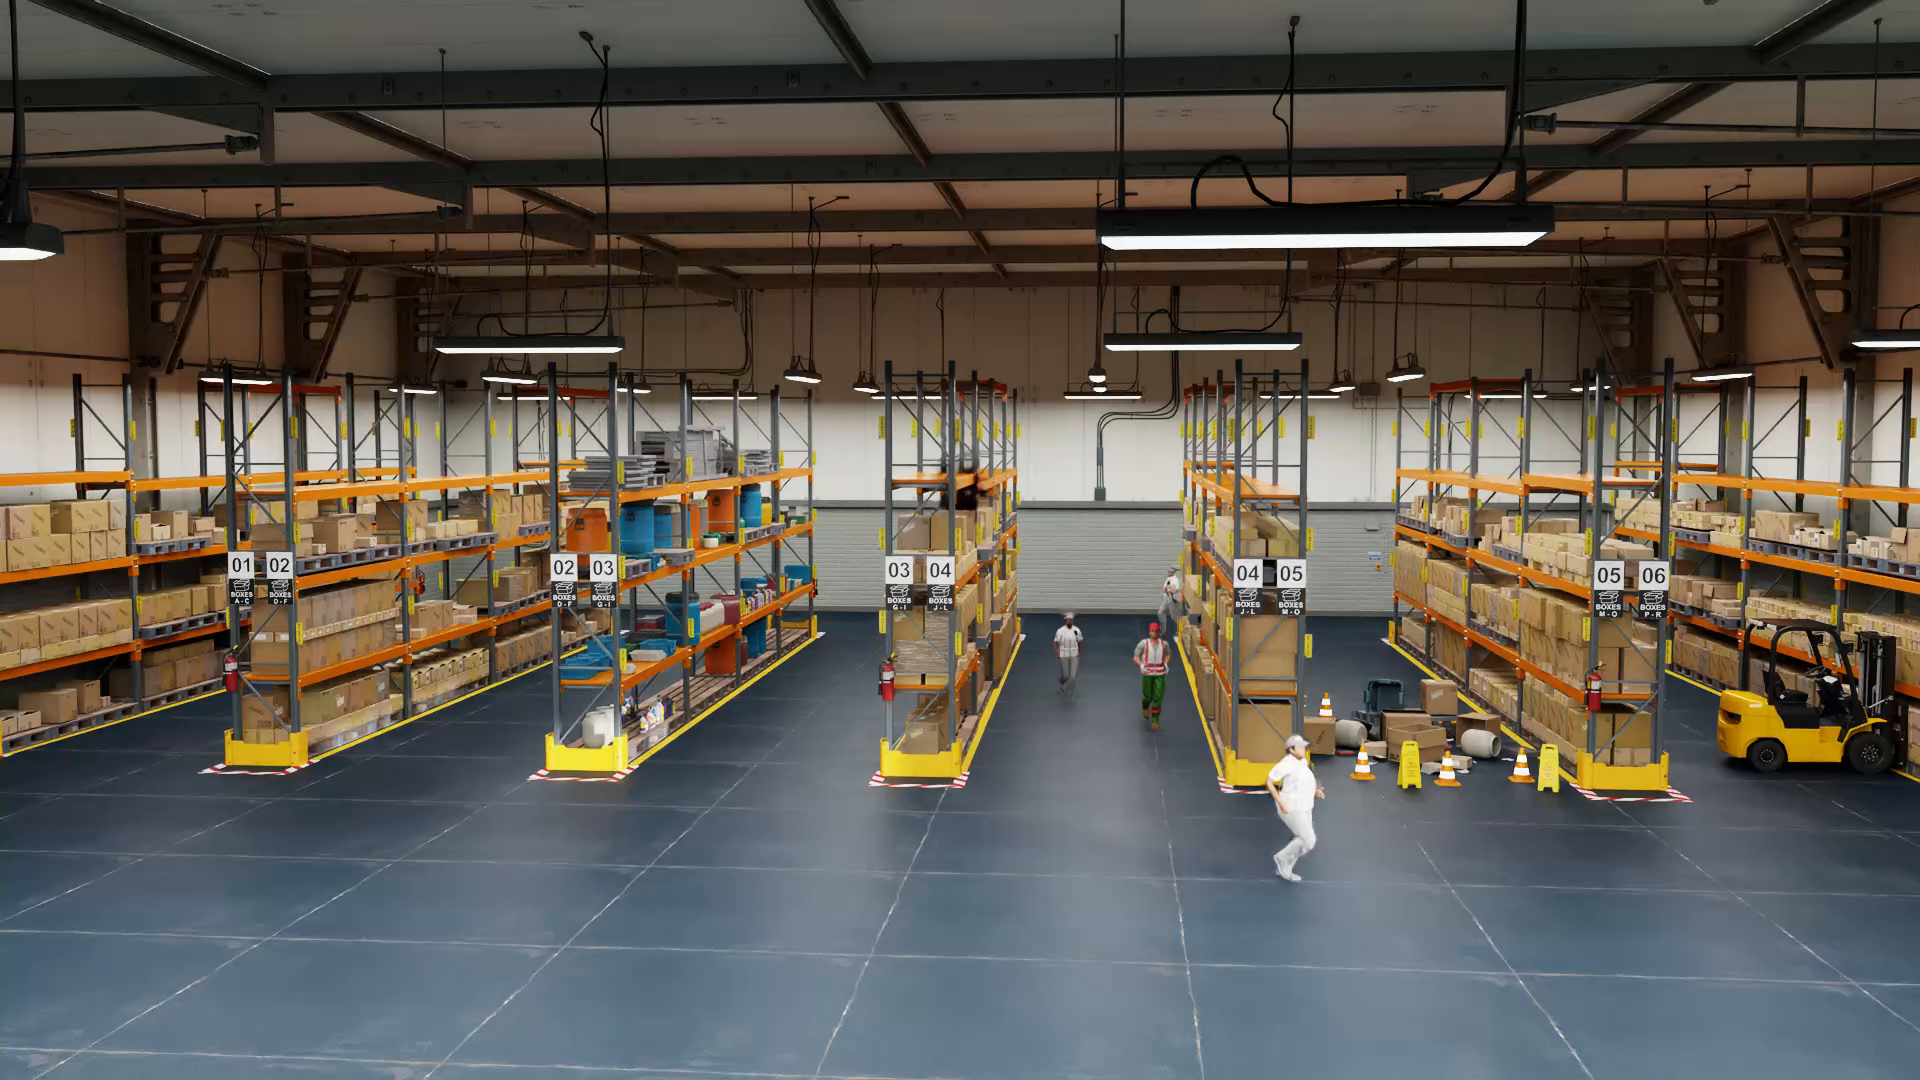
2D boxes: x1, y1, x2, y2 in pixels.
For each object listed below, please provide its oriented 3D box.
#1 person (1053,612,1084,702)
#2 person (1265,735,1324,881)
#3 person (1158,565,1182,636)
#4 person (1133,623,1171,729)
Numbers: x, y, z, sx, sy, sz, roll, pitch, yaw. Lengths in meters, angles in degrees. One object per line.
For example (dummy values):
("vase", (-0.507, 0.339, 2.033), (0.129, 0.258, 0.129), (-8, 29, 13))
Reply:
("person", (2.022, 2.153, 30.870), (0.575, 1.662, 0.589), (0, 4, -6))
("person", (3.745, 2.975, 18.373), (0.583, 1.629, 0.592), (3, 5, 40))
("person", (5.202, 1.503, 40.397), (0.762, 1.808, 0.747), (-1, 4, -15))
("person", (3.255, 2.269, 27.989), (0.667, 1.763, 0.860), (0, 4, -5))
